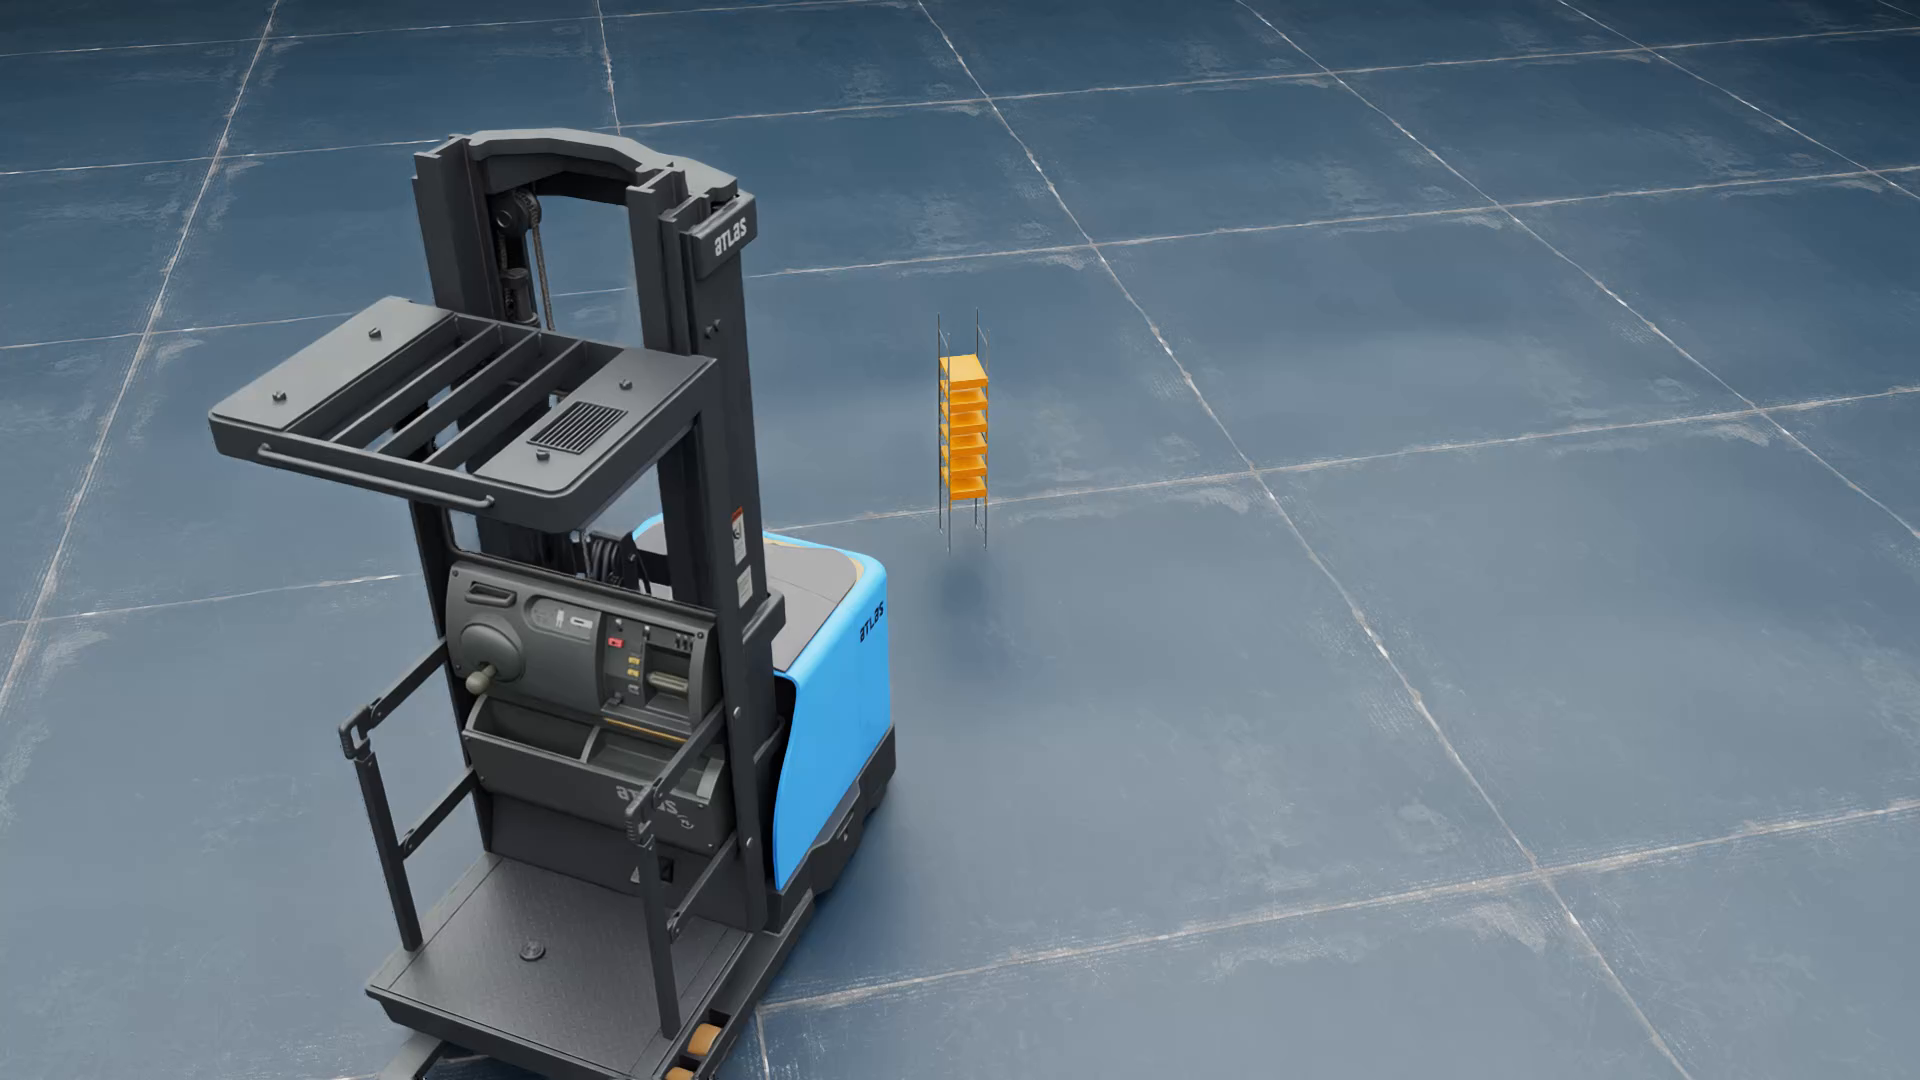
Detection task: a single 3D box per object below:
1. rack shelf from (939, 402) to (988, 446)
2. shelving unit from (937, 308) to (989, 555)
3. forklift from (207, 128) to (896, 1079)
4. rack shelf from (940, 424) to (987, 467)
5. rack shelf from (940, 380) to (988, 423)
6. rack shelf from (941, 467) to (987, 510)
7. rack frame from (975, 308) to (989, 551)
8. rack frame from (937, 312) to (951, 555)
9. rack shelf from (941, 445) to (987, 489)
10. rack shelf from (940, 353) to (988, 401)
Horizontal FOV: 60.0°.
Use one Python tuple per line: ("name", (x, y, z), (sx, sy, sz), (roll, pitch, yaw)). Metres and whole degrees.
("rack shelf", (0.014, -0.563, 7.876), (0.180, 0.103, 0.258), (-7, 35, -11))
("shelving unit", (0.014, -0.500, 7.918), (0.189, 1.200, 0.258), (-7, 35, -11))
("forklift", (-1.275, 0.406, 5.014), (1.130, 2.935, 3.031), (12, 36, 18))
("rack shelf", (0.014, -0.463, 7.943), (0.180, 0.103, 0.258), (-7, 35, -11))
("rack shelf", (0.014, -0.662, 7.809), (0.180, 0.103, 0.258), (-7, 35, -11))
("rack shelf", (0.014, -0.264, 8.077), (0.180, 0.103, 0.258), (-7, 35, -11))
("rack frame", (0.103, -0.511, 7.935), (0.006, 1.200, 0.240), (-7, 35, -11))
("rack frame", (-0.075, -0.489, 7.902), (0.006, 1.200, 0.240), (-7, 35, -11))
("rack shelf", (0.014, -0.363, 8.010), (0.180, 0.103, 0.258), (-7, 35, -11))
("rack shelf", (0.014, -0.762, 7.742), (0.180, 0.103, 0.258), (-7, 35, -11))
